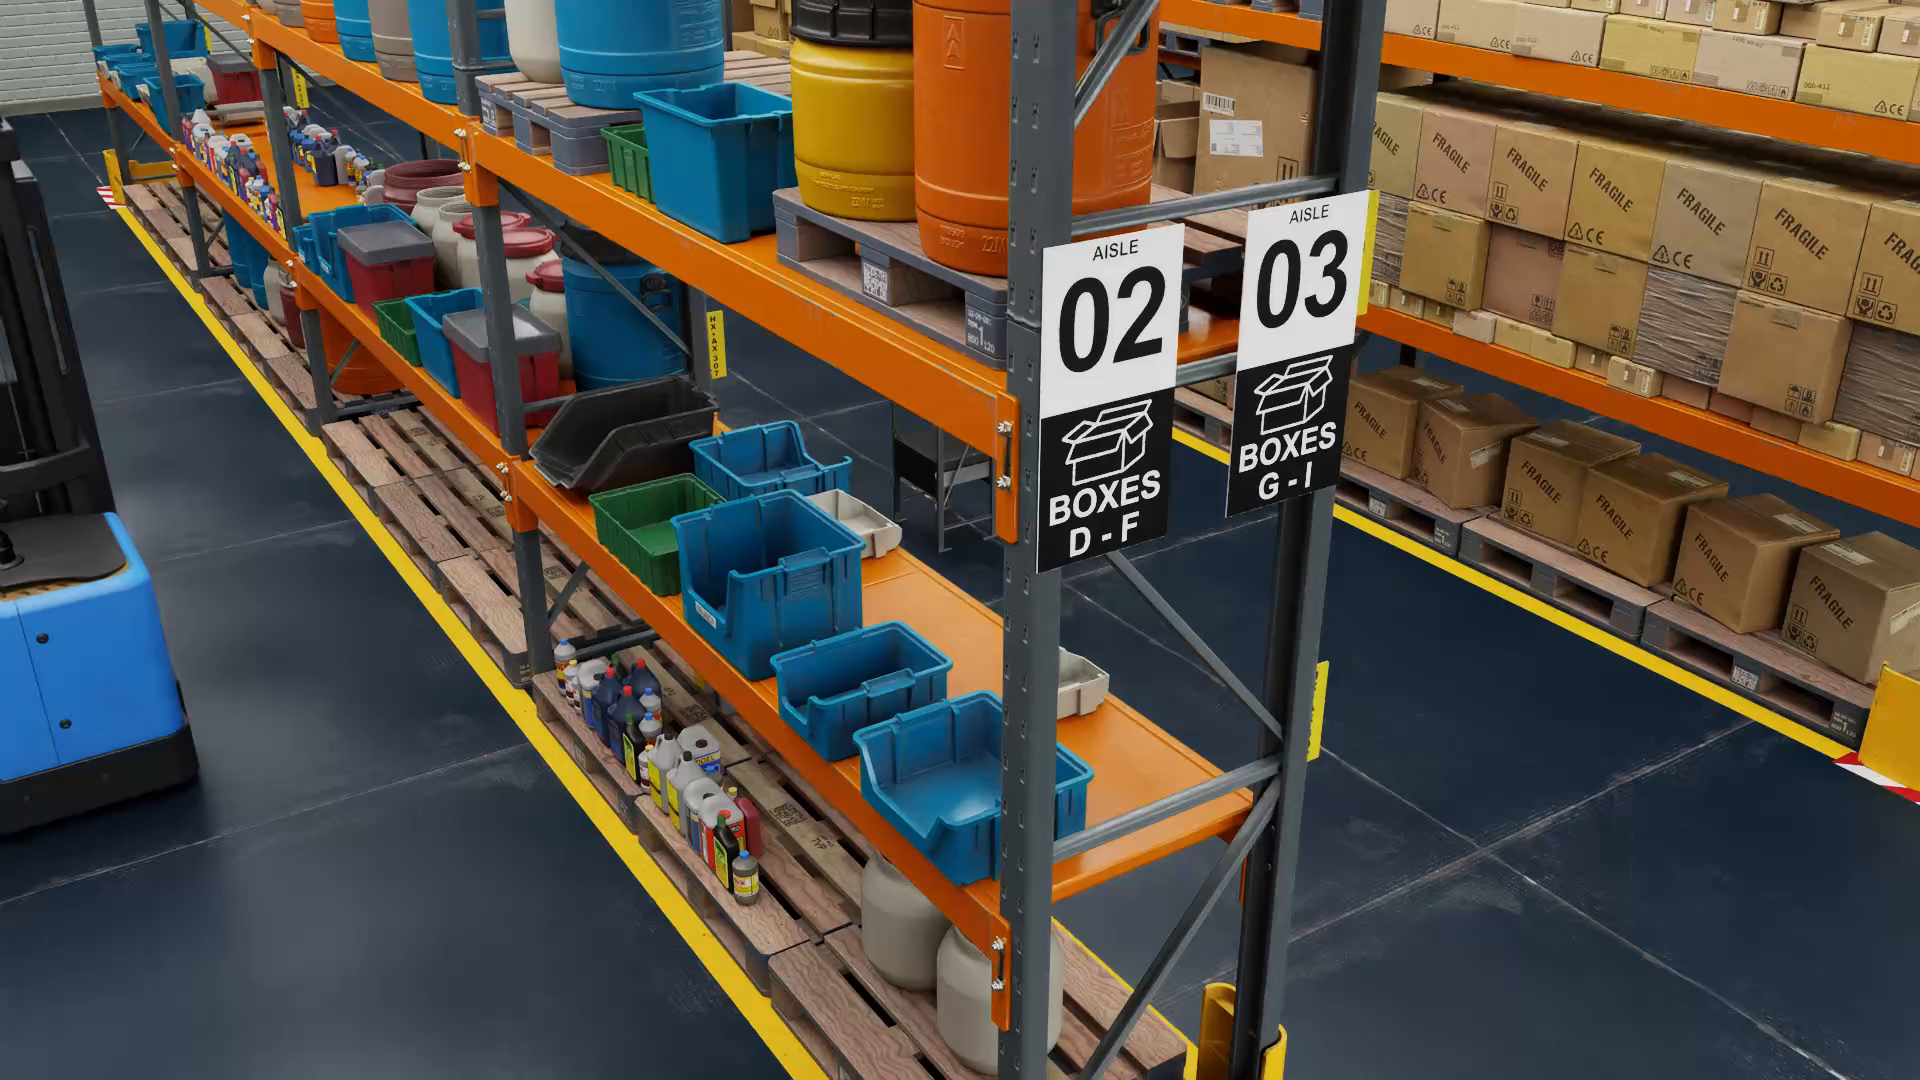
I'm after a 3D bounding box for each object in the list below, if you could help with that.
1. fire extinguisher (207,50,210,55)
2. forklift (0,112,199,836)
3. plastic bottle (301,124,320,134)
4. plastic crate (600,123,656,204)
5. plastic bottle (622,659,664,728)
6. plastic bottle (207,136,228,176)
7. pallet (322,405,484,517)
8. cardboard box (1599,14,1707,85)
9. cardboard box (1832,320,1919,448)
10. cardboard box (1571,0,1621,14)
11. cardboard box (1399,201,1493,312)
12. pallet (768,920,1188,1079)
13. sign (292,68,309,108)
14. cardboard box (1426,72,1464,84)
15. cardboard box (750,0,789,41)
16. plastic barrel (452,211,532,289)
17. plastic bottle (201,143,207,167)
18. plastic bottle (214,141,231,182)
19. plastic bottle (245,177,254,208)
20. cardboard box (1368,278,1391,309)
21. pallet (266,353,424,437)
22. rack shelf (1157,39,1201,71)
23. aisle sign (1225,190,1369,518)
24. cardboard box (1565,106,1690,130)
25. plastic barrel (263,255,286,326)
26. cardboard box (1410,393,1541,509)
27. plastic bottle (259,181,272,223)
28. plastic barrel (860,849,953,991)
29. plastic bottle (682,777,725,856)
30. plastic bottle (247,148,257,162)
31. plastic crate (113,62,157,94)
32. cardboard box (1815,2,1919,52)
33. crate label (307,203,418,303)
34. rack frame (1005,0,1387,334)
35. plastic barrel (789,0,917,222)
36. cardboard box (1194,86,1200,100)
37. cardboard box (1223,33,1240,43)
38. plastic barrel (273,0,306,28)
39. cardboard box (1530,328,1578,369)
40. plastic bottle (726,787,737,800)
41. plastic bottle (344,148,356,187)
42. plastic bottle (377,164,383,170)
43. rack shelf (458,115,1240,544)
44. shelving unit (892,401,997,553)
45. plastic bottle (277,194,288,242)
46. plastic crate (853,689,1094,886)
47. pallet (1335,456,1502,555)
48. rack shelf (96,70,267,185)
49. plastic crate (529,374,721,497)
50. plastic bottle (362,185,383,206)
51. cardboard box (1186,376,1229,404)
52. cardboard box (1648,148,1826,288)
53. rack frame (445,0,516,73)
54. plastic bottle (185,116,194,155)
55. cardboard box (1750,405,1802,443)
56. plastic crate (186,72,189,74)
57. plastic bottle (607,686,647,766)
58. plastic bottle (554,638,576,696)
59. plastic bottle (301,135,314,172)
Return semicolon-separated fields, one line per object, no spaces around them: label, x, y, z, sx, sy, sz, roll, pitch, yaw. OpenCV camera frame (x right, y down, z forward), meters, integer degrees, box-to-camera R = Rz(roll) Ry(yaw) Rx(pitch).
fire extinguisher;-7.879;-4.920;17.187;0.296;0.674;0.183;-16;29;-30
forklift;-4.637;-0.622;7.634;1.130;2.935;3.031;-16;30;-31
plastic bottle;-5.033;-3.101;12.950;0.152;0.276;0.135;-16;29;-30
plastic crate;-0.994;-1.305;5.735;0.336;0.188;0.450;-16;29;-30
plastic bottle;-1.413;0.679;7.386;0.144;0.351;0.185;-16;29;-30
plastic bottle;-5.555;-2.892;12.507;0.152;0.276;0.135;-16;29;-30
pallet;-3.420;-0.556;10.680;1.003;0.211;1.213;-16;29;-30
cardboard box;3.404;-2.339;7.854;0.500;0.250;0.500;-16;30;-30
cardboard box;4.429;-0.778;7.420;0.875;0.500;0.500;-16;29;-30
cardboard box;3.186;-2.649;8.043;0.380;0.149;0.250;-16;30;-31
cardboard box;2.960;-1.644;9.252;0.875;0.500;0.500;-16;29;-30
pallet;0.037;1.712;5.877;1.003;0.211;1.213;-16;29;-30
sign;-5.532;-3.786;13.932;0.100;0.325;0.005;-16;29;-30
cardboard box;4.569;-4.198;15.013;0.500;0.500;0.500;-15;29;-29
cardboard box;-1.489;-4.960;15.451;0.797;0.503;0.637;-16;30;-31
plastic barrel;-2.602;-1.544;9.348;0.433;0.535;0.433;0;25;0
plastic bottle;-5.767;-2.976;12.772;0.097;0.201;0.097;0;25;0
plastic bottle;-5.428;-2.809;12.332;0.152;0.276;0.135;-16;29;-30
plastic bottle;-4.934;-2.430;11.616;0.097;0.201;0.097;0;25;0
cardboard box;2.514;-1.473;9.651;0.380;0.149;0.250;-16;29;-30
pallet;-4.276;-1.114;11.862;1.003;0.211;1.213;-16;29;-30
rack shelf;3.459;-4.767;17.176;1.077;0.370;4.000;-16;29;-30
aisle sign;0.842;-0.459;4.164;0.394;0.787;0.004;-16;29;-30
cardboard box;3.545;-2.004;8.844;0.500;0.500;0.500;-16;29;-30
plastic barrel;-5.091;-1.924;12.734;0.421;0.512;0.421;0;25;0
cardboard box;3.027;-0.530;9.796;0.500;0.500;0.500;-6;26;-13
plastic bottle;-4.669;-2.287;11.233;0.097;0.271;0.097;0;25;0
plastic barrel;-0.140;1.297;5.911;0.421;0.512;0.421;0;25;0
plastic bottle;-1.003;1.091;6.601;0.152;0.276;0.135;-16;30;-31
plastic bottle;-5.161;-2.723;12.155;0.097;0.271;0.097;0;25;0
plastic crate;-7.600;-4.280;15.428;0.416;0.233;0.300;-16;29;-30
cardboard box;3.852;-2.168;7.024;0.380;0.149;0.250;-15;29;-29
crate label;-3.495;-1.700;9.797;0.502;0.435;0.616;-16;29;-30
rack frame;0.557;-1.954;3.348;1.000;3.000;0.127;-16;29;-30
plastic barrel;-0.172;-1.251;4.660;0.600;0.588;0.600;0;25;0
cardboard box;2.842;-4.690;17.729;0.500;0.250;0.500;-15;29;-28
cardboard box;2.914;-5.170;16.990;0.380;0.149;0.250;-16;30;-30
plastic barrel;-3.544;-3.342;9.214;0.600;0.901;0.600;0;25;0
cardboard box;3.218;-1.032;8.717;0.380;0.149;0.250;-16;29;-30
plastic bottle;-0.909;1.089;6.693;0.097;0.201;0.097;0;25;0
plastic bottle;-4.447;-2.736;12.182;0.097;0.271;0.097;0;25;0
plastic bottle;-4.063;-2.504;11.677;0.061;0.283;0.133;-16;29;-30
rack shelf;-0.535;-0.988;5.658;1.077;0.370;4.000;-16;29;-30
shelving unit;-0.090;-1.009;9.427;0.431;2.100;0.503;-16;29;-30
plastic bottle;-4.389;-2.095;10.811;0.061;0.283;0.133;-16;29;-30
plastic crate;0.033;0.717;4.892;0.499;0.251;0.616;-16;29;-30
pallet;2.919;-0.333;10.209;1.003;0.211;1.213;-16;29;-30
rack shelf;-7.086;-3.923;15.390;1.077;0.370;4.000;-16;29;-30
plastic crate;-1.448;-0.427;7.214;0.767;0.338;0.504;-16;29;-30
plastic bottle;-3.903;-2.241;11.129;0.152;0.276;0.135;-16;29;-30
cardboard box;1.961;-1.294;11.391;0.700;0.500;0.500;-16;29;-30
cardboard box;3.651;-1.523;7.827;0.500;0.500;0.500;-16;29;-30
rack frame;-1.627;-3.385;6.379;1.000;3.000;0.127;-16;29;-30
plastic bottle;-6.078;-3.202;13.157;0.061;0.283;0.133;-16;29;-30
cardboard box;3.939;-0.596;7.793;0.380;0.149;0.250;-16;29;-30
plastic crate;-7.085;-4.320;15.626;0.298;0.136;0.250;-16;29;-30
plastic bottle;-1.431;0.780;7.172;0.144;0.351;0.185;-17;30;-32
plastic bottle;-1.820;0.579;7.690;0.097;0.271;0.097;0;25;0
plastic bottle;-4.928;-2.932;12.597;0.097;0.271;0.097;0;25;0
